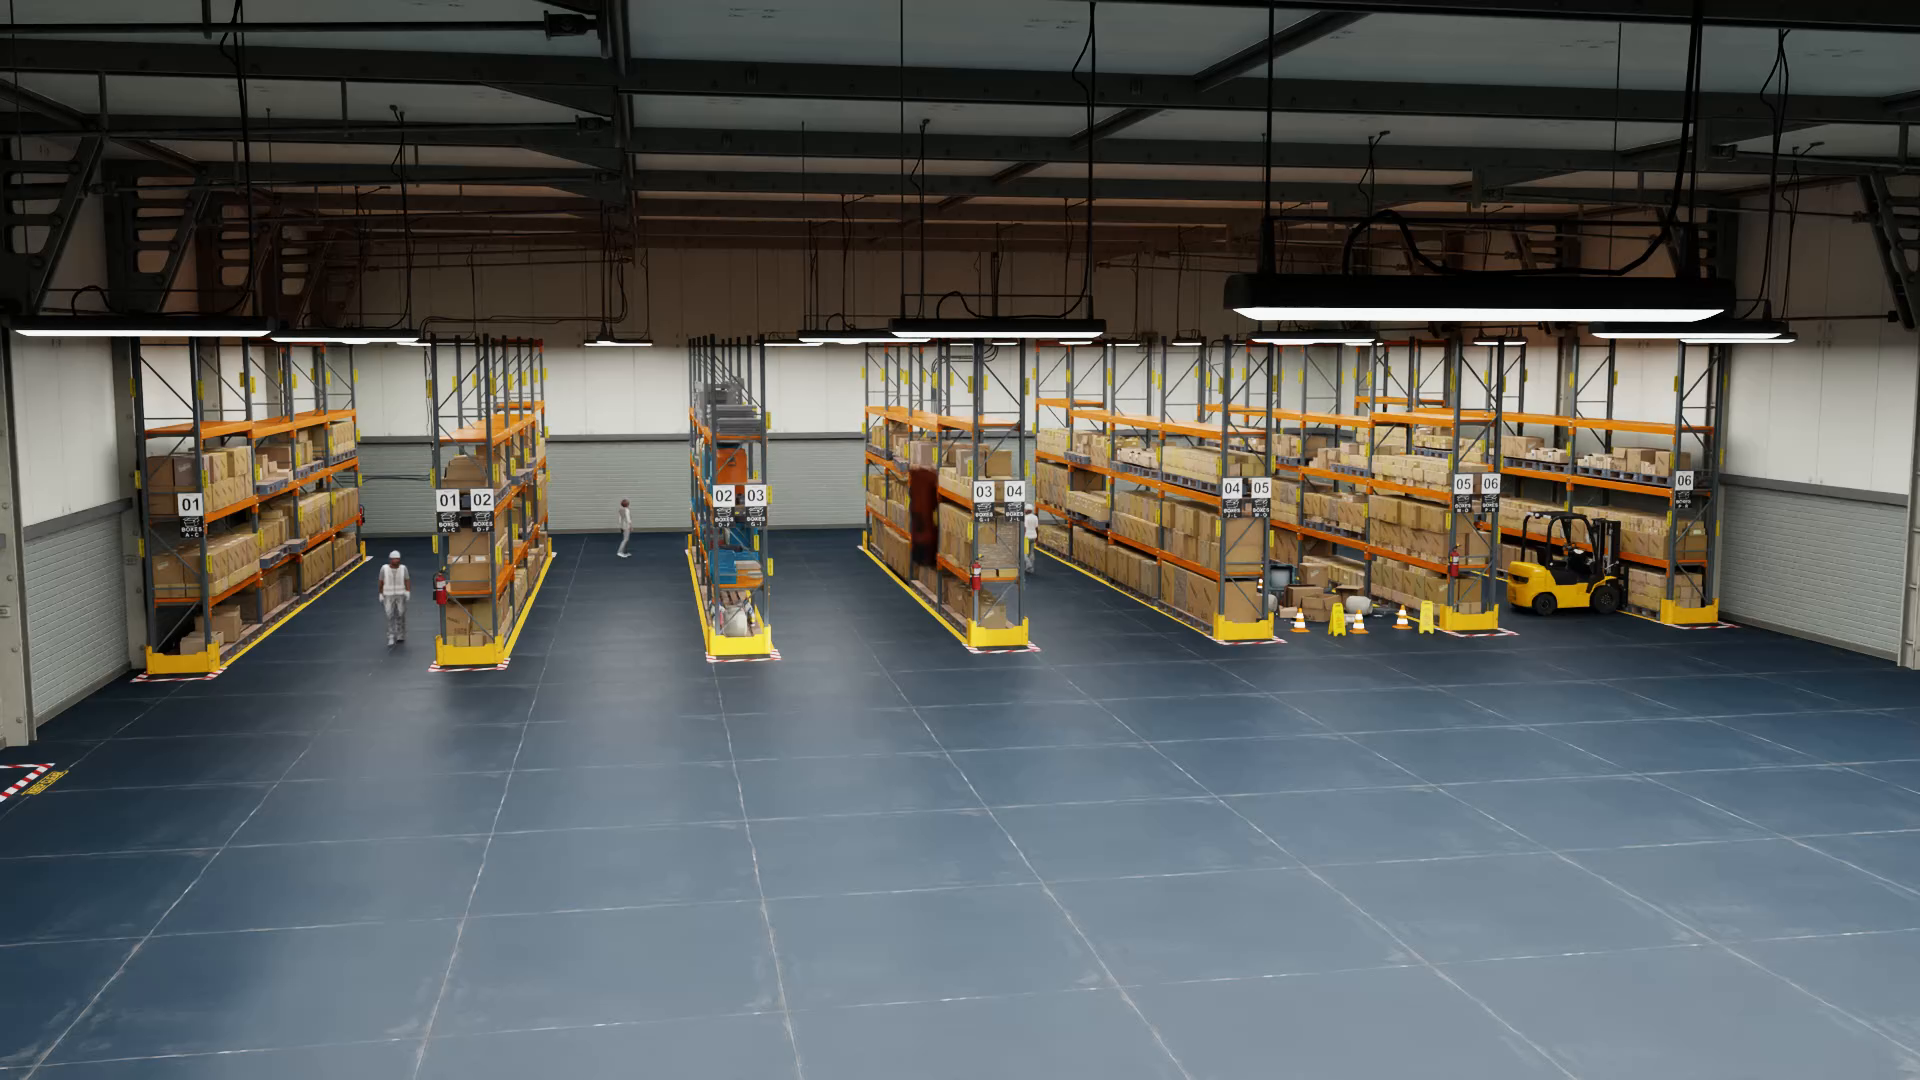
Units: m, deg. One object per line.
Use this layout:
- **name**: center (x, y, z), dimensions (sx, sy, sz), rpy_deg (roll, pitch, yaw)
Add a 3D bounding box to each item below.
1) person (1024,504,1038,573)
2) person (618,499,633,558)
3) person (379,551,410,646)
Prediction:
- **person**: center (1.786, -0.040, 42.688), dimensions (0.467, 1.767, 0.616), rpy_deg (6, 9, 44)
- **person**: center (-9.242, -0.324, 45.811), dimensions (0.610, 1.592, 0.499), rpy_deg (-6, 9, -42)
- **person**: center (-11.037, 1.127, 32.530), dimensions (0.575, 1.801, 0.684), rpy_deg (-3, 7, -25)
